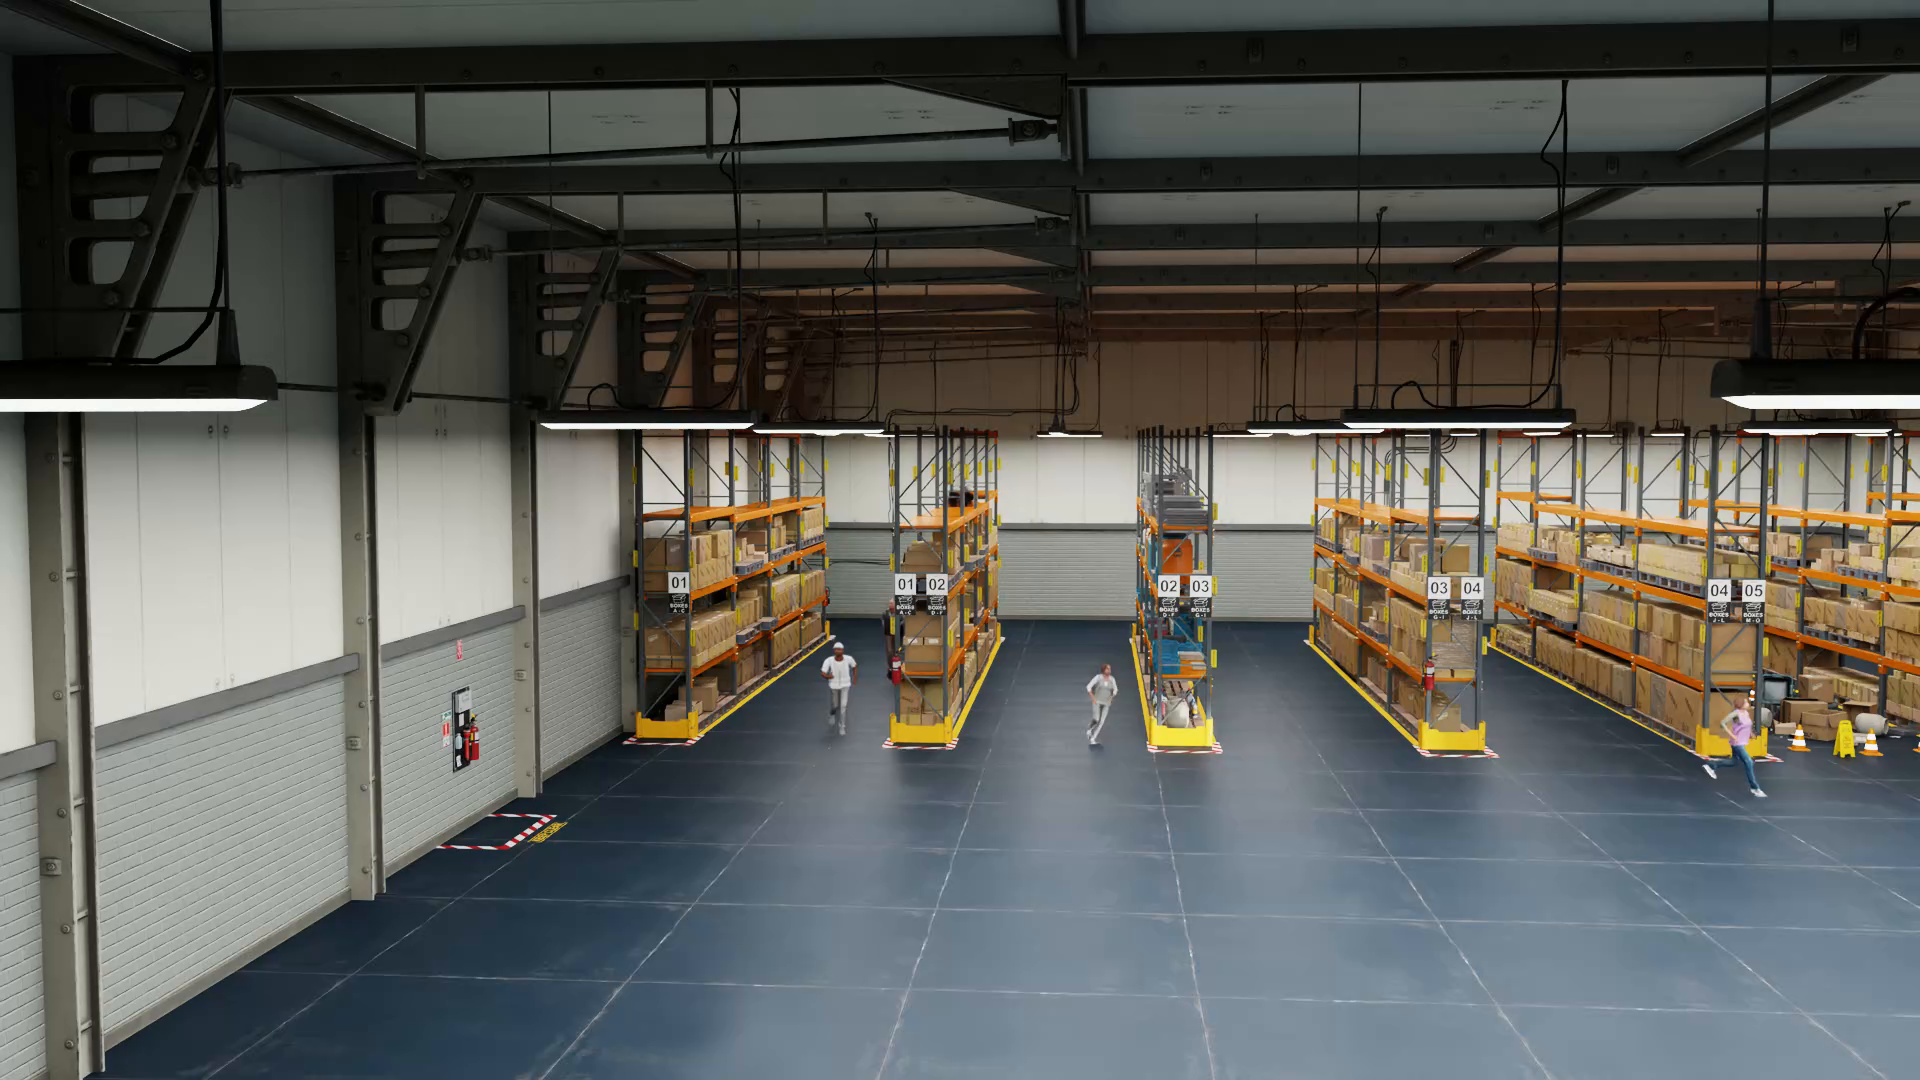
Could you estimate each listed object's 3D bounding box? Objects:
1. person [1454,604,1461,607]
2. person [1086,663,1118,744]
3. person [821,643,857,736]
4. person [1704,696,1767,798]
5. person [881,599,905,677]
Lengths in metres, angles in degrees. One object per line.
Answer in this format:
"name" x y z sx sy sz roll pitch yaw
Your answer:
"person" 13.872 2.041 46.347 0.716 1.753 0.987 2 4 31
"person" 2.696 3.082 31.331 0.588 1.524 0.478 -1 3 -10
"person" -2.361 2.878 32.553 0.709 1.767 0.993 0 3 -5
"person" 12.602 3.328 26.984 1.008 1.587 0.508 3 5 42
"person" -1.539 2.267 38.842 0.638 1.769 0.841 0 3 2
